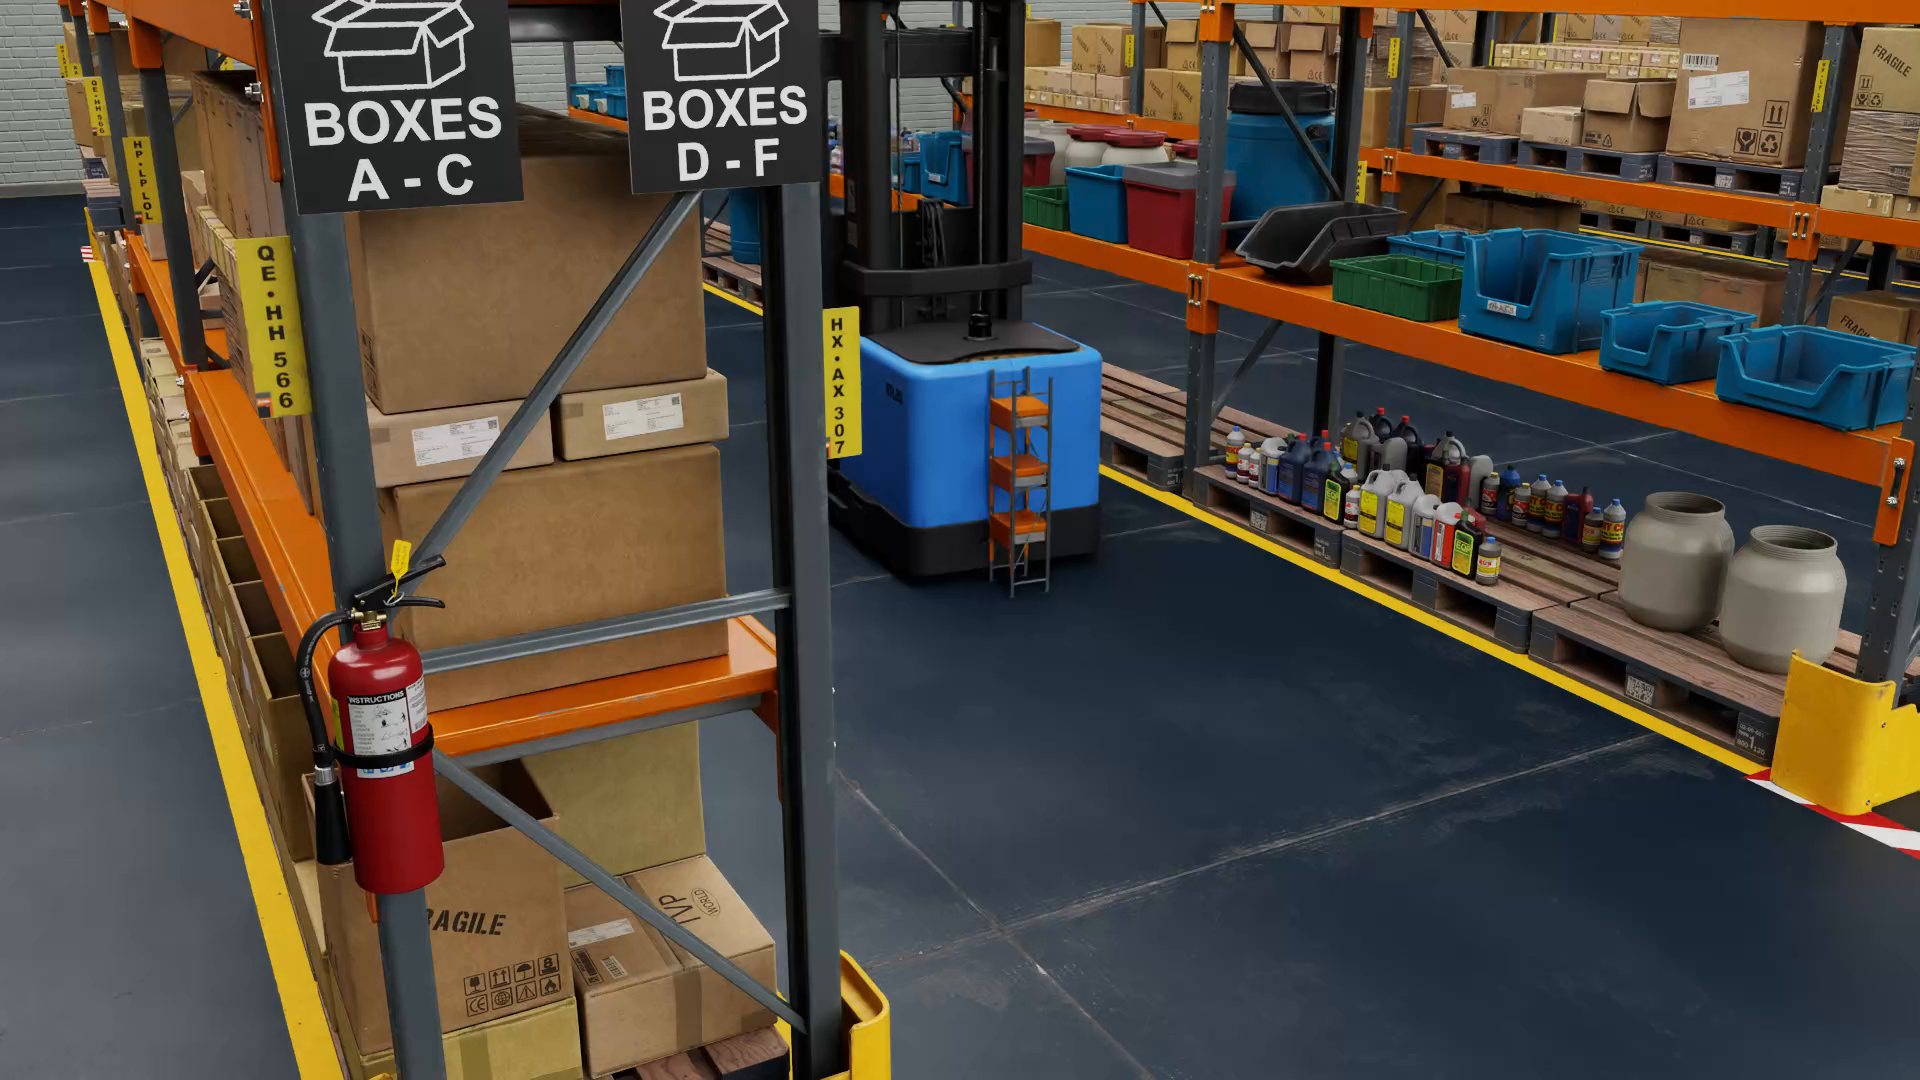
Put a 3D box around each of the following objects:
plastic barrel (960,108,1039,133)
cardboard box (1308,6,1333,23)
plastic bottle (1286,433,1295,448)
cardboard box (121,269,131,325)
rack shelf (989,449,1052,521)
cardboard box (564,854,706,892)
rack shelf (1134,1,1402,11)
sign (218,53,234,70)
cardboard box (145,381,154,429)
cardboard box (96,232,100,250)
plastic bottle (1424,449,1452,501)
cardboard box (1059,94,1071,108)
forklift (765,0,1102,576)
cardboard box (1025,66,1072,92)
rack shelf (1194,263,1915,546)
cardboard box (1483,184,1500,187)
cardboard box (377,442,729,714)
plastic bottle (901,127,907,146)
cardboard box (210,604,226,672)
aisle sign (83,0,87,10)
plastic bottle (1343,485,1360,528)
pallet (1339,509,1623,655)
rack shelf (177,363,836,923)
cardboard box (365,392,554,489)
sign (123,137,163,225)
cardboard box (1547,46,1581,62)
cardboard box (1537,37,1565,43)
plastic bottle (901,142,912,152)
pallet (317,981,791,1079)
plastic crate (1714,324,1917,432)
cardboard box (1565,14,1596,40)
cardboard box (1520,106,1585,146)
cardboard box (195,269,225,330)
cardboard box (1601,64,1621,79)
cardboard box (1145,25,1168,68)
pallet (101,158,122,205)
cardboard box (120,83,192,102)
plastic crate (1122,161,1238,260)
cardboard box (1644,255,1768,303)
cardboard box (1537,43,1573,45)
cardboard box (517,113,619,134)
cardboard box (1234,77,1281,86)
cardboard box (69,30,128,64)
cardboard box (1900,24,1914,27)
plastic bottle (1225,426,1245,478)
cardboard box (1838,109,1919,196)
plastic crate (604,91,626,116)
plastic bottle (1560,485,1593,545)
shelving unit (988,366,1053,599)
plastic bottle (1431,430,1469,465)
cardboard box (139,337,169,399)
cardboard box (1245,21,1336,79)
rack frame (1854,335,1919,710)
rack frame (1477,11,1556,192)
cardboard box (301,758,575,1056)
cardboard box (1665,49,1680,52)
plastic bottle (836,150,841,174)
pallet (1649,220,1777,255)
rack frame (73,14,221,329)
[{"bbox_3d":[0.299,-2.843,12.065,0.600,0.536,0.708,-10,21,-27],"label":"plastic barrel"},{"bbox_3d":[5.010,-7.015,22.221,0.500,0.500,0.500,-9,21,-25],"label":"cardboard box"},{"bbox_3d":[1.748,-0.410,8.710,0.061,0.283,0.133,-10,21,-27],"label":"plastic bottle"},{"bbox_3d":[-5.939,-1.801,12.411,0.500,0.500,0.500,-10,21,-26],"label":"cardboard box"},{"bbox_3d":[0.282,-0.259,7.806,0.215,0.259,0.240,-8,21,-22],"label":"rack shelf"},{"bbox_3d":[-1.050,0.967,4.802,0.500,0.250,0.500,-10,21,-27],"label":"cardboard box"},{"bbox_3d":[3.221,-5.285,15.852,1.077,0.370,4.000,-10,21,-27],"label":"rack shelf"},{"bbox_3d":[-5.962,-3.882,13.508,0.100,0.325,0.005,-10,21,-27],"label":"sign"},{"bbox_3d":[-4.559,-0.802,9.929,0.500,0.250,0.500,-10,21,-27],"label":"cardboard box"},{"bbox_3d":[-8.102,-2.960,16.153,0.500,0.250,0.500,-10,21,-27],"label":"cardboard box"},{"bbox_3d":[2.437,-0.330,8.478,0.061,0.283,0.133,-10,21,-27],"label":"plastic bottle"},{"bbox_3d":[1.349,-4.994,18.892,0.380,0.149,0.250,-10,21,-26],"label":"cardboard box"},{"bbox_3d":[-0.337,-1.657,8.939,1.130,2.935,3.031,-8,21,-22],"label":"forklift"},{"bbox_3d":[1.103,-5.377,19.390,0.500,0.250,0.500,-10,22,-28],"label":"cardboard box"},{"bbox_3d":[2.661,-0.803,7.463,1.077,0.370,4.000,-10,21,-27],"label":"rack shelf"},{"bbox_3d":[6.794,-4.525,20.874,0.380,0.149,0.250,-11,22,-29],"label":"cardboard box"},{"bbox_3d":[-0.961,0.014,3.839,0.700,0.500,0.500,-10,21,-27],"label":"cardboard box"},{"bbox_3d":[-0.462,-3.229,13.570,0.061,0.283,0.133,-10,21,-27],"label":"plastic bottle"},{"bbox_3d":[-2.696,0.330,6.647,0.500,0.250,0.500,-10,21,-27],"label":"cardboard box"},{"bbox_3d":[-8.639,-5.599,16.273,0.394,0.787,0.004,-10,21,-27],"label":"aisle sign"},{"bbox_3d":[1.933,-0.167,8.133,0.097,0.201,0.097,0,19,0],"label":"plastic bottle"},{"bbox_3d":[2.577,0.151,7.870,1.003,0.211,1.213,-10,21,-27],"label":"pallet"},{"bbox_3d":[-1.700,-0.037,5.242,1.077,0.370,4.000,-10,21,-27],"label":"rack shelf"},{"bbox_3d":[-1.099,-0.237,3.571,0.380,0.149,0.250,-10,22,-28],"label":"cardboard box"},{"bbox_3d":[-3.123,-1.374,6.361,0.100,0.325,0.005,-10,21,-27],"label":"sign"},{"bbox_3d":[6.840,-5.472,18.719,0.380,0.149,0.250,-10,22,-27],"label":"cardboard box"},{"bbox_3d":[9.069,-7.329,25.120,0.500,0.500,0.500,-10,21,-27],"label":"cardboard box"},{"bbox_3d":[-0.430,-3.054,13.188,0.097,0.201,0.097,0,19,0],"label":"plastic bottle"},{"bbox_3d":[-1.150,1.302,4.533,1.003,0.211,1.213,-10,21,-27],"label":"pallet"},{"bbox_3d":[3.110,-0.596,5.988,0.499,0.251,0.616,-10,21,-27],"label":"plastic crate"},{"bbox_3d":[9.322,-7.655,24.531,0.500,0.500,0.500,-11,22,-28],"label":"cardboard box"},{"bbox_3d":[4.764,-3.244,13.019,0.500,0.250,0.500,-11,22,-28],"label":"cardboard box"},{"bbox_3d":[-3.229,-1.111,7.460,0.396,0.266,0.258,-11,22,-28],"label":"cardboard box"},{"bbox_3d":[7.211,-5.108,18.120,0.380,0.149,0.250,-10,22,-28],"label":"cardboard box"},{"bbox_3d":[2.269,-5.382,18.255,0.500,0.500,0.500,-10,21,-27],"label":"cardboard box"},{"bbox_3d":[-5.477,-2.566,11.764,1.003,0.211,1.213,-10,21,-27],"label":"pallet"},{"bbox_3d":[-5.555,-2.996,11.917,0.700,0.500,0.500,-17,25,-40],"label":"cardboard box"},{"bbox_3d":[1.212,-1.839,9.264,0.402,0.464,0.583,-10,21,-27],"label":"plastic crate"},{"bbox_3d":[5.588,-1.830,12.494,0.700,0.500,0.500,-10,21,-27],"label":"cardboard box"},{"bbox_3d":[7.047,-5.796,19.660,0.380,0.149,0.250,-9,21,-24],"label":"cardboard box"},{"bbox_3d":[-1.240,-0.765,4.106,0.700,0.500,0.500,-11,22,-28],"label":"cardboard box"},{"bbox_3d":[2.997,-4.222,16.115,0.500,0.500,0.500,-10,21,-26],"label":"cardboard box"},{"bbox_3d":[-7.162,-4.019,13.994,0.500,0.500,0.500,-10,22,-28],"label":"cardboard box"},{"bbox_3d":[9.030,-4.616,15.725,0.700,0.500,0.500,-10,22,-27],"label":"cardboard box"},{"bbox_3d":[1.477,-0.476,8.921,0.097,0.271,0.097,0,19,0],"label":"plastic bottle"},{"bbox_3d":[6.230,-2.533,10.766,0.875,0.500,0.500,-10,21,-27],"label":"cardboard box"},{"bbox_3d":[-3.534,-4.611,17.561,0.416,0.233,0.300,-10,21,-27],"label":"plastic crate"},{"bbox_3d":[2.933,-0.129,7.898,0.061,0.283,0.133,-10,21,-26],"label":"plastic bottle"},{"bbox_3d":[0.282,-0.269,7.802,0.215,1.050,0.252,-8,21,-22],"label":"shelving unit"},{"bbox_3d":[2.515,-0.385,8.535,0.144,0.351,0.185,-10,21,-27],"label":"plastic bottle"},{"bbox_3d":[-4.559,-1.067,9.838,0.500,0.311,0.500,-9,21,-25],"label":"cardboard box"},{"bbox_3d":[3.207,-4.746,16.094,0.797,0.503,0.637,-9,21,-25],"label":"cardboard box"},{"bbox_3d":[3.611,-0.569,5.682,1.000,3.000,0.127,-10,21,-27],"label":"rack frame"},{"bbox_3d":[6.684,-5.520,20.030,1.000,3.000,0.127,-10,21,-27],"label":"rack frame"},{"bbox_3d":[-1.267,0.836,4.031,0.500,0.500,0.500,-10,21,-27],"label":"cardboard box"},{"bbox_3d":[7.909,-5.273,18.142,0.380,0.149,0.250,-9,21,-25],"label":"cardboard box"},{"bbox_3d":[-0.904,-2.924,12.811,0.097,0.201,0.097,0,19,0],"label":"plastic bottle"},{"bbox_3d":[8.214,-3.278,17.808,1.003,0.211,1.213,-10,21,-27],"label":"pallet"},{"bbox_3d":[-6.449,-3.248,13.444,1.000,3.000,0.127,-10,21,-27],"label":"rack frame"}]
